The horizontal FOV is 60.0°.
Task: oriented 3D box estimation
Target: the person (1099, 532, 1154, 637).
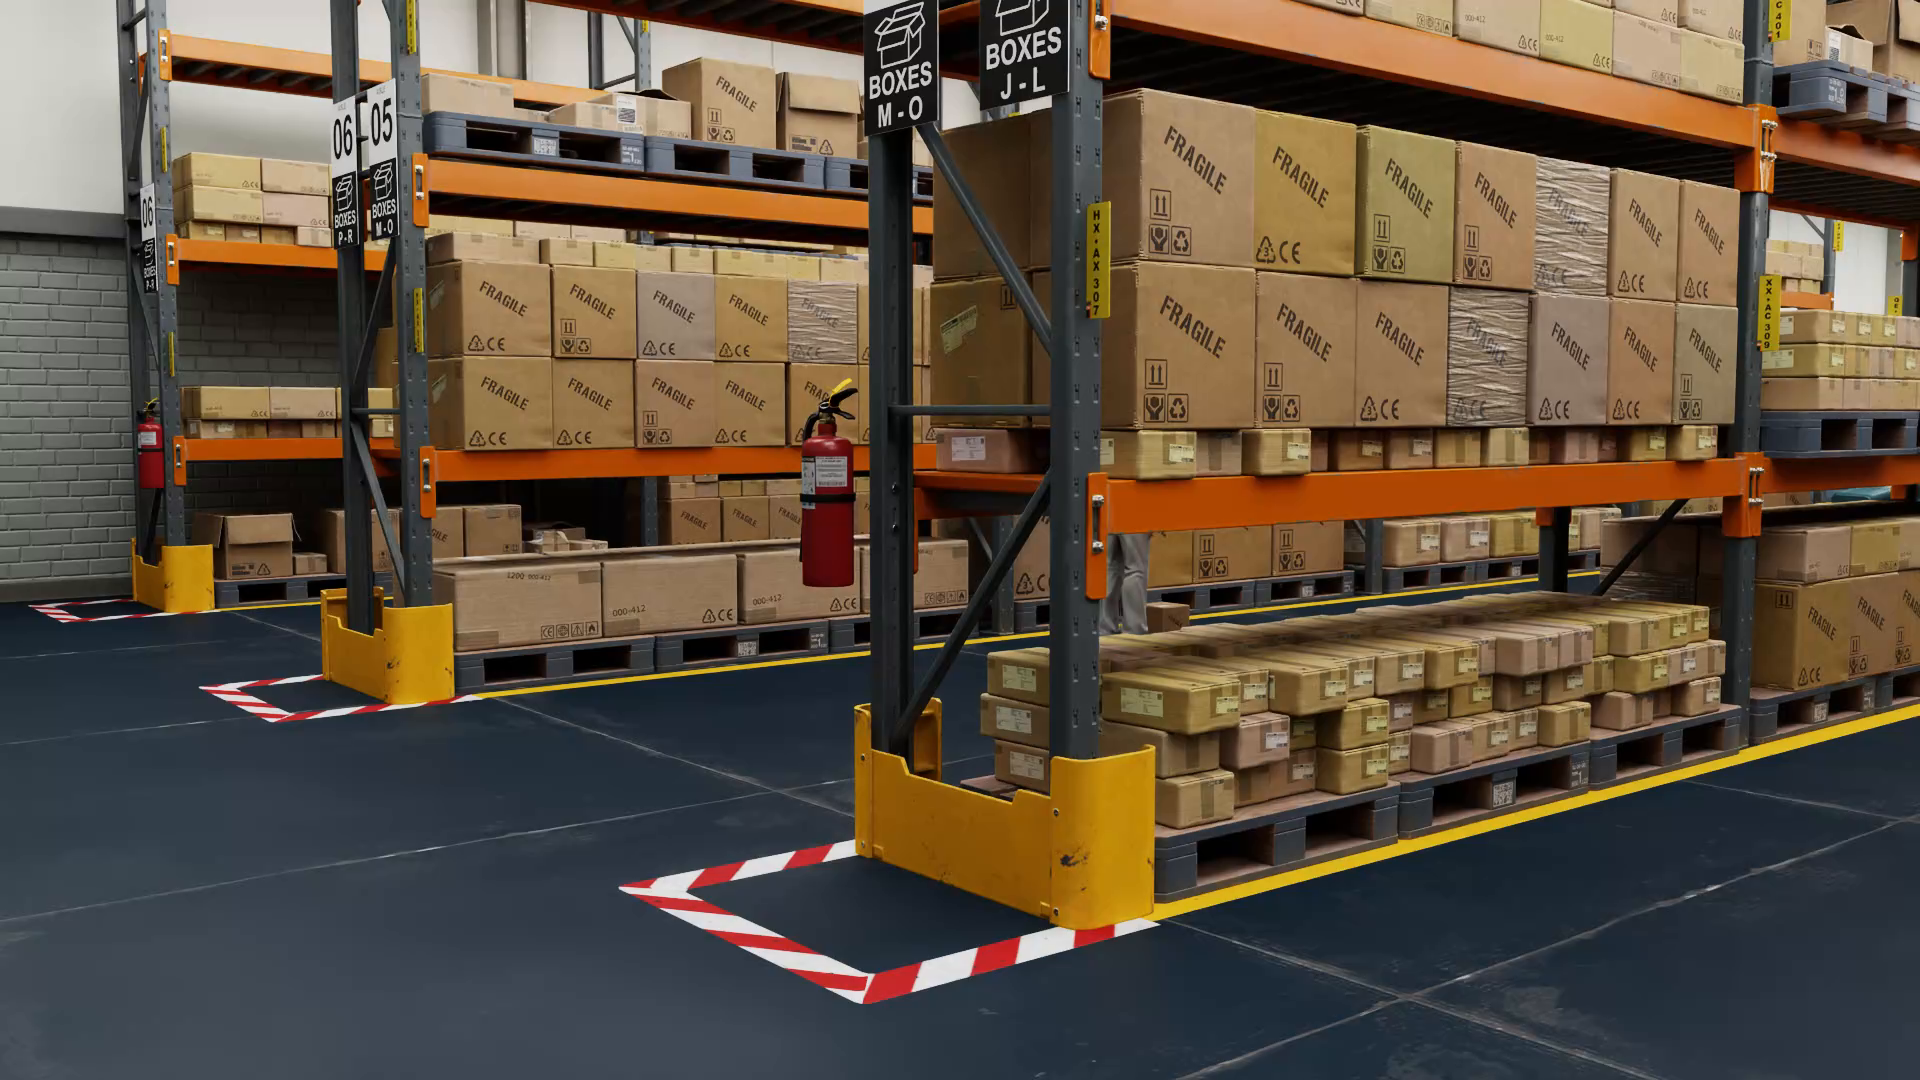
[{"bbox_3d":[1.027,-0.153,10.433,0.450,1.677,0.418,3,6,38],"label":"person"}]
